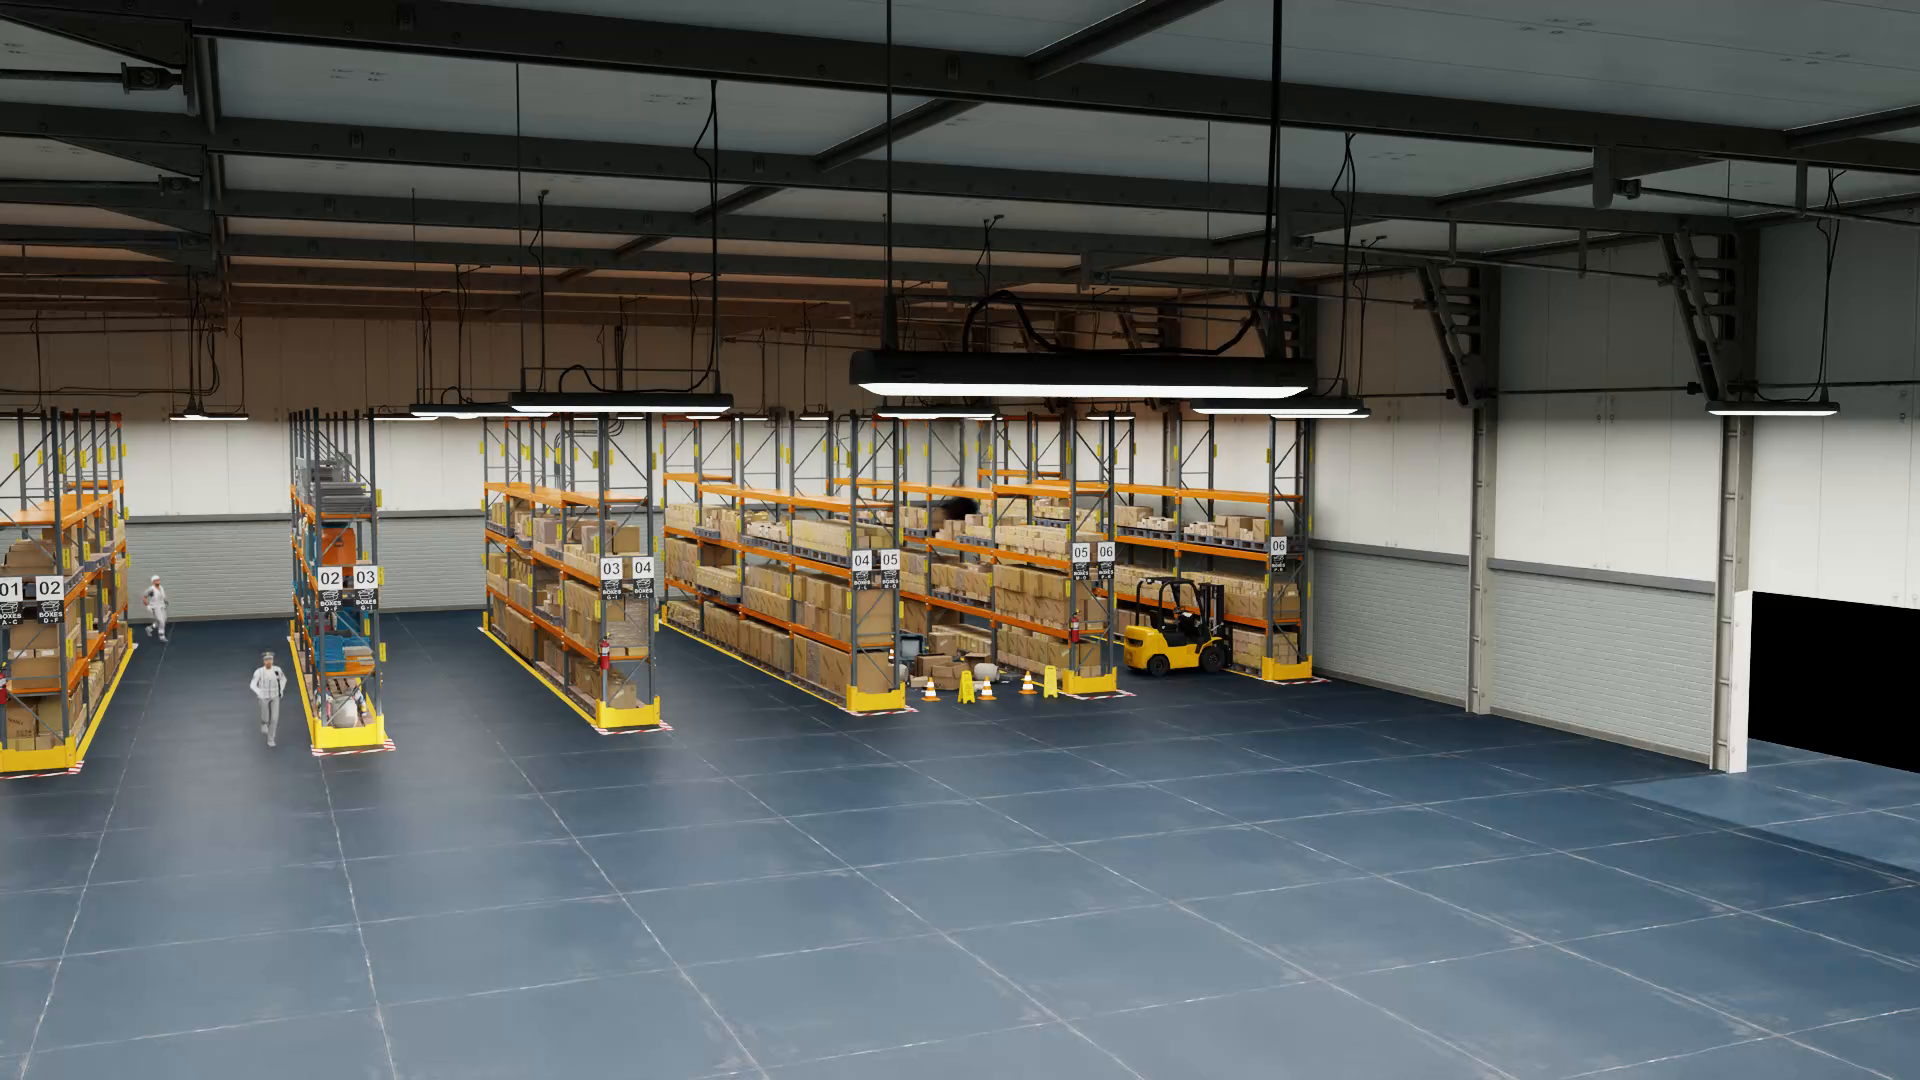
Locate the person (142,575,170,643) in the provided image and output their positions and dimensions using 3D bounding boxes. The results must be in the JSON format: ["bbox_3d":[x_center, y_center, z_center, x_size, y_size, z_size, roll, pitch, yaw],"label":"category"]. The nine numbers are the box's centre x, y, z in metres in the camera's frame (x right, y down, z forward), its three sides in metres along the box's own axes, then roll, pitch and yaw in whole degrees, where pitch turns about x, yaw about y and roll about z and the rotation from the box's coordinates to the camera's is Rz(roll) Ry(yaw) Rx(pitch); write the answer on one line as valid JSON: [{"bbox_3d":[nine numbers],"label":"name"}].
[{"bbox_3d":[-21.047,1.803,43.552,0.748,1.760,0.700,1,4,13],"label":"person"}]

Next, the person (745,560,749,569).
[{"bbox_3d":[-6.477,1.380,50.143,0.744,1.707,0.560,-1,4,-13],"label":"person"}]

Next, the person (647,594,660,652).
[{"bbox_3d":[-7.724,1.972,41.092,0.642,1.854,0.817,-3,5,-36],"label":"person"}]

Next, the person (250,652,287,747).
[{"bbox_3d":[-12.355,2.827,29.749,0.622,1.689,0.733,-2,5,-31],"label":"person"}]
